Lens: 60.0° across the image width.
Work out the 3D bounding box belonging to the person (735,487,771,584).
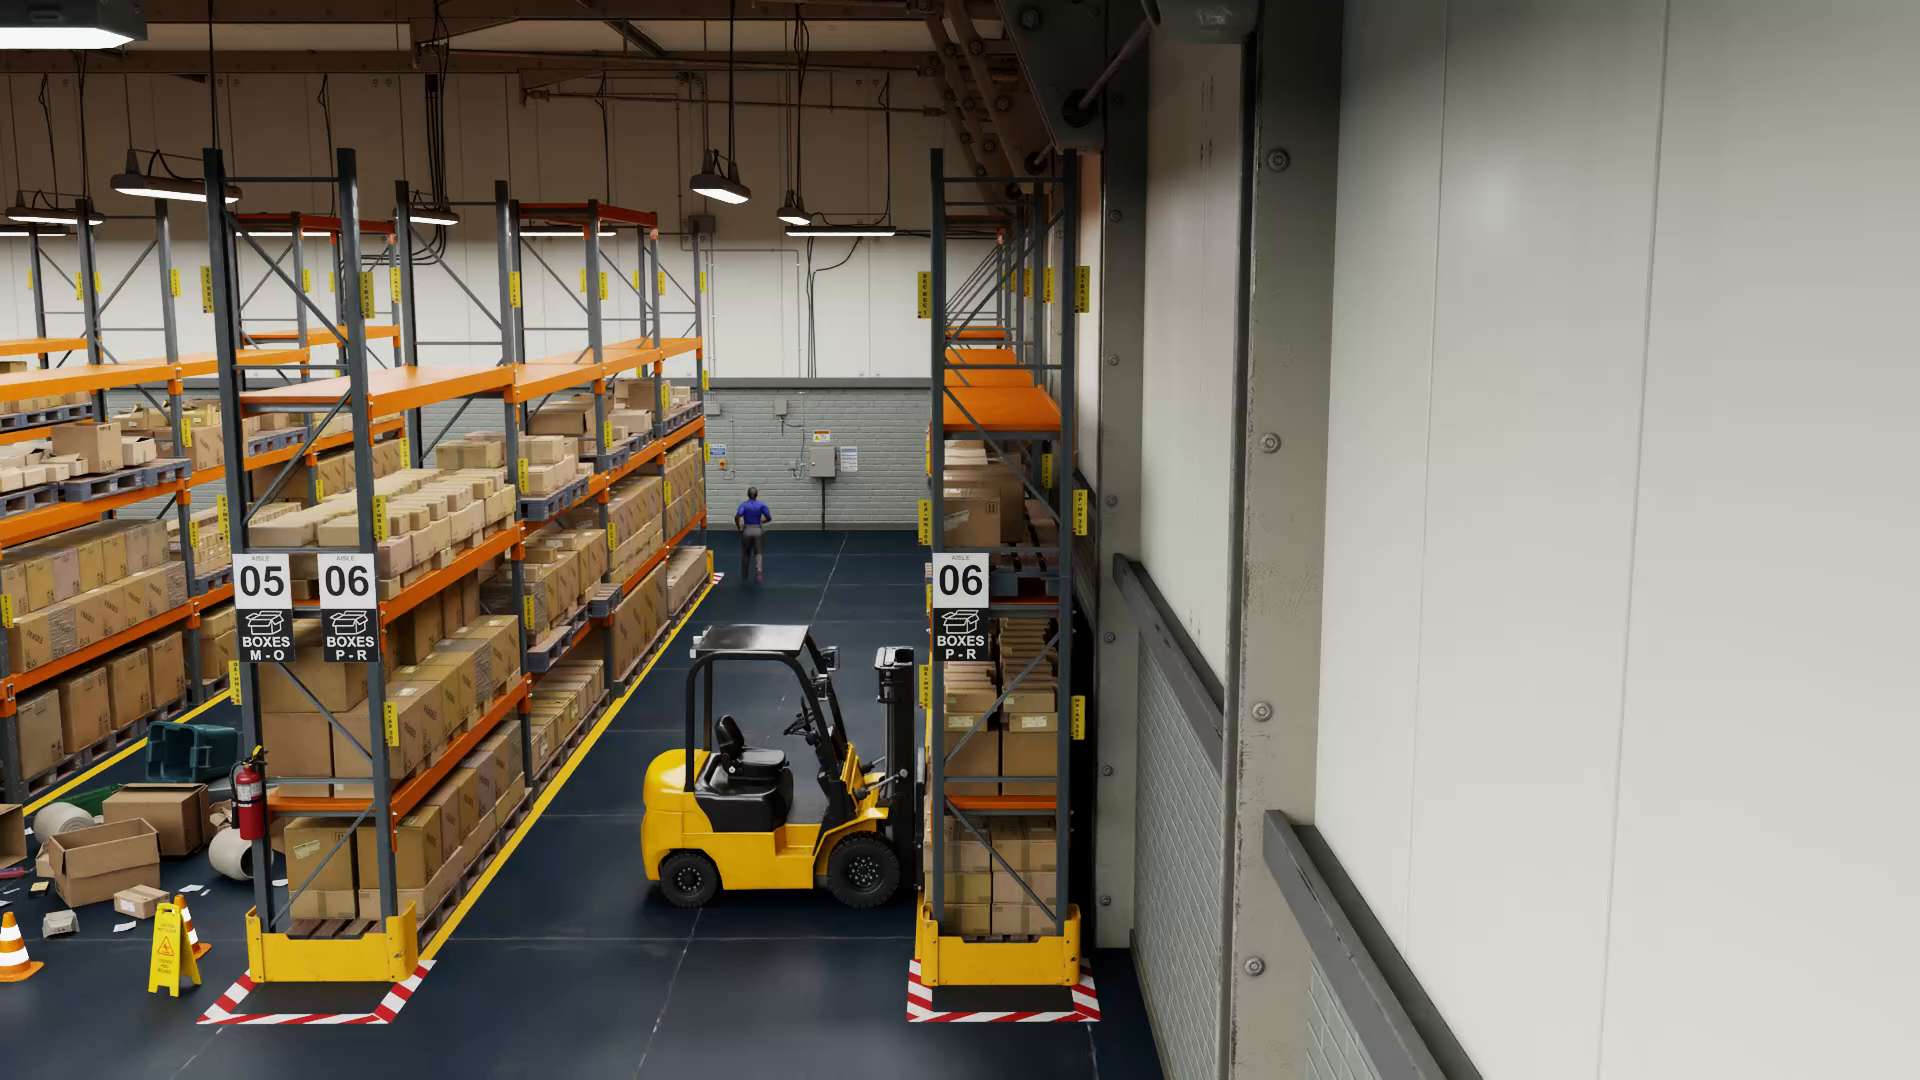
[{"bbox_3d":[-3.438,-0.067,27.640,0.607,1.627,0.899,-2,9,-10],"label":"person"}]
